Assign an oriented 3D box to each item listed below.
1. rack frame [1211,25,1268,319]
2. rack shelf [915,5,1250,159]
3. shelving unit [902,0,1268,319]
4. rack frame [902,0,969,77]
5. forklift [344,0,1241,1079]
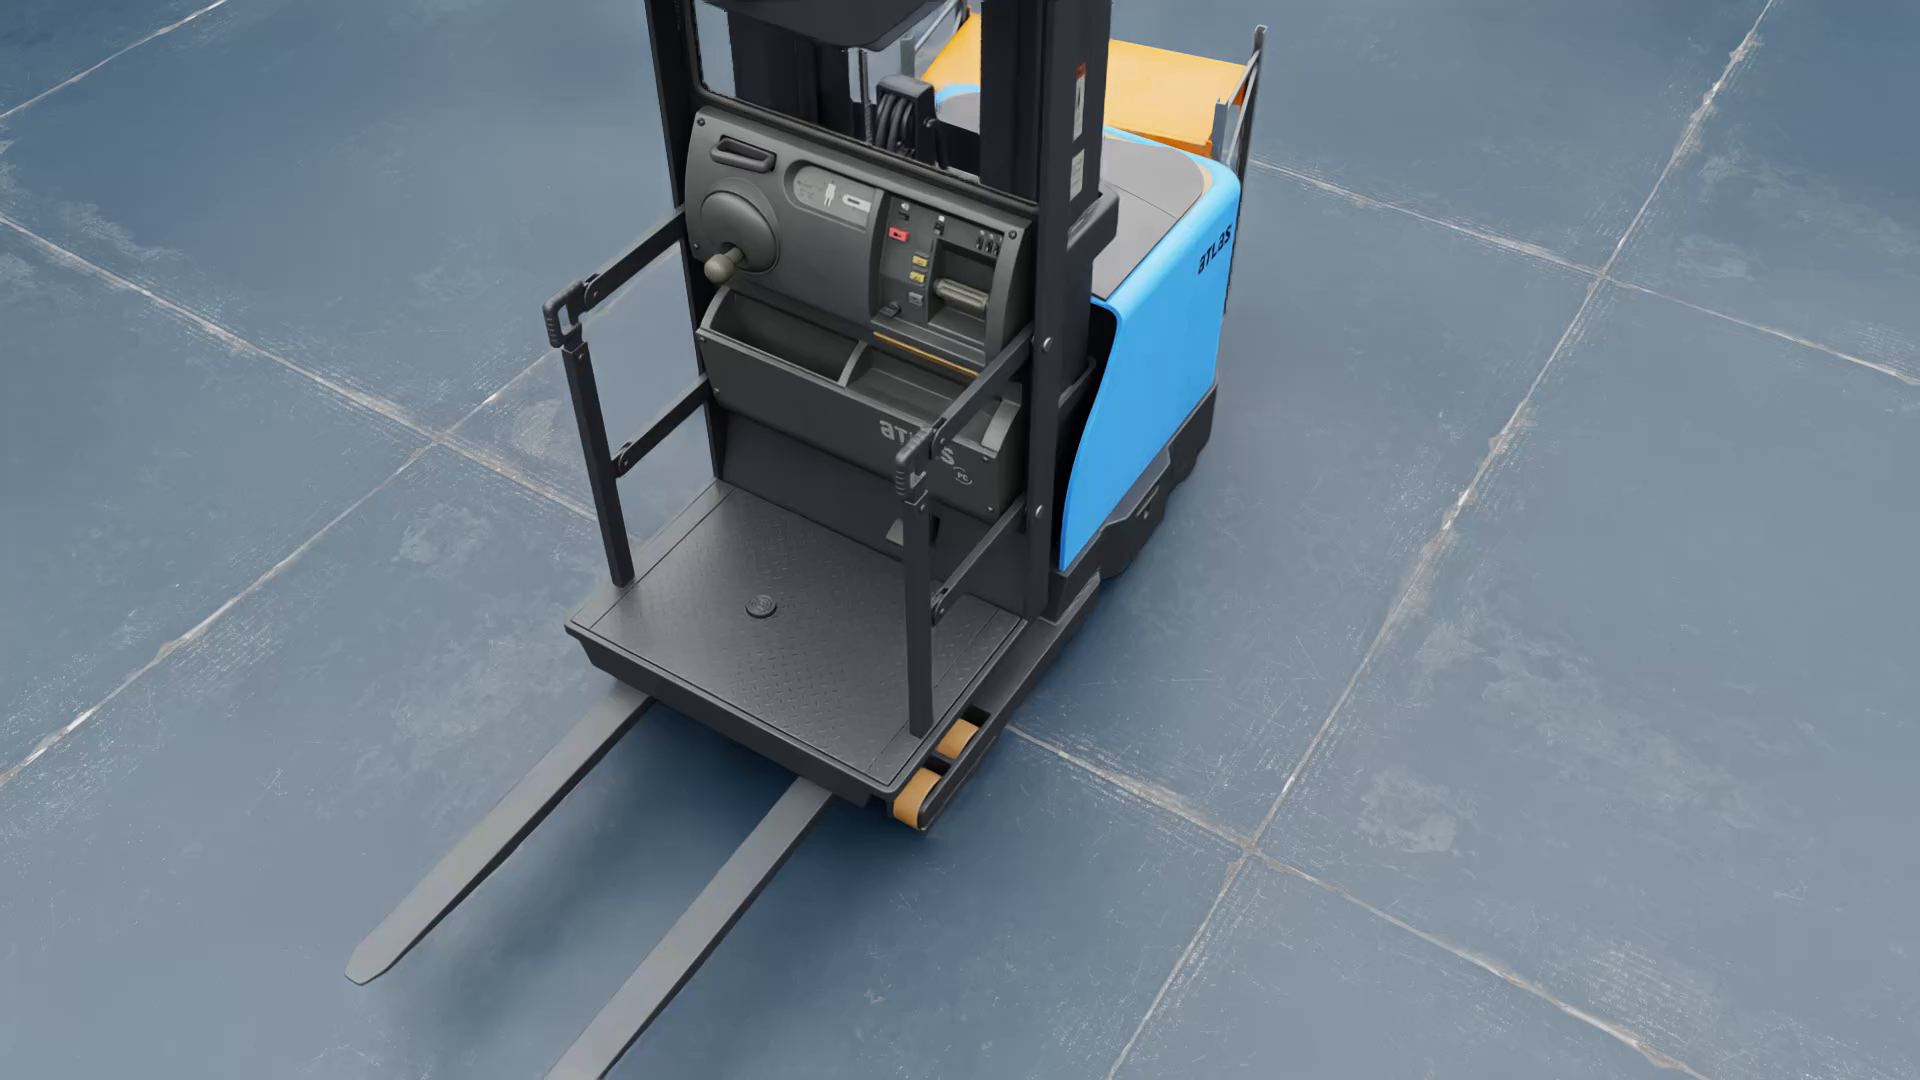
[{"bbox_3d":[0.867,-1.071,5.506,0.032,1.125,0.500,16,48,15],"label":"rack frame"},{"bbox_3d":[0.395,-1.411,5.429,1.000,0.278,0.538,16,48,15],"label":"rack shelf"},{"bbox_3d":[0.395,-1.207,5.639,1.048,1.125,0.538,16,48,15],"label":"shelving unit"},{"bbox_3d":[-0.077,-1.343,5.771,0.032,1.125,0.500,16,48,15],"label":"rack frame"},{"bbox_3d":[-0.379,-0.632,3.821,1.130,2.935,3.031,24,50,22],"label":"forklift"}]
